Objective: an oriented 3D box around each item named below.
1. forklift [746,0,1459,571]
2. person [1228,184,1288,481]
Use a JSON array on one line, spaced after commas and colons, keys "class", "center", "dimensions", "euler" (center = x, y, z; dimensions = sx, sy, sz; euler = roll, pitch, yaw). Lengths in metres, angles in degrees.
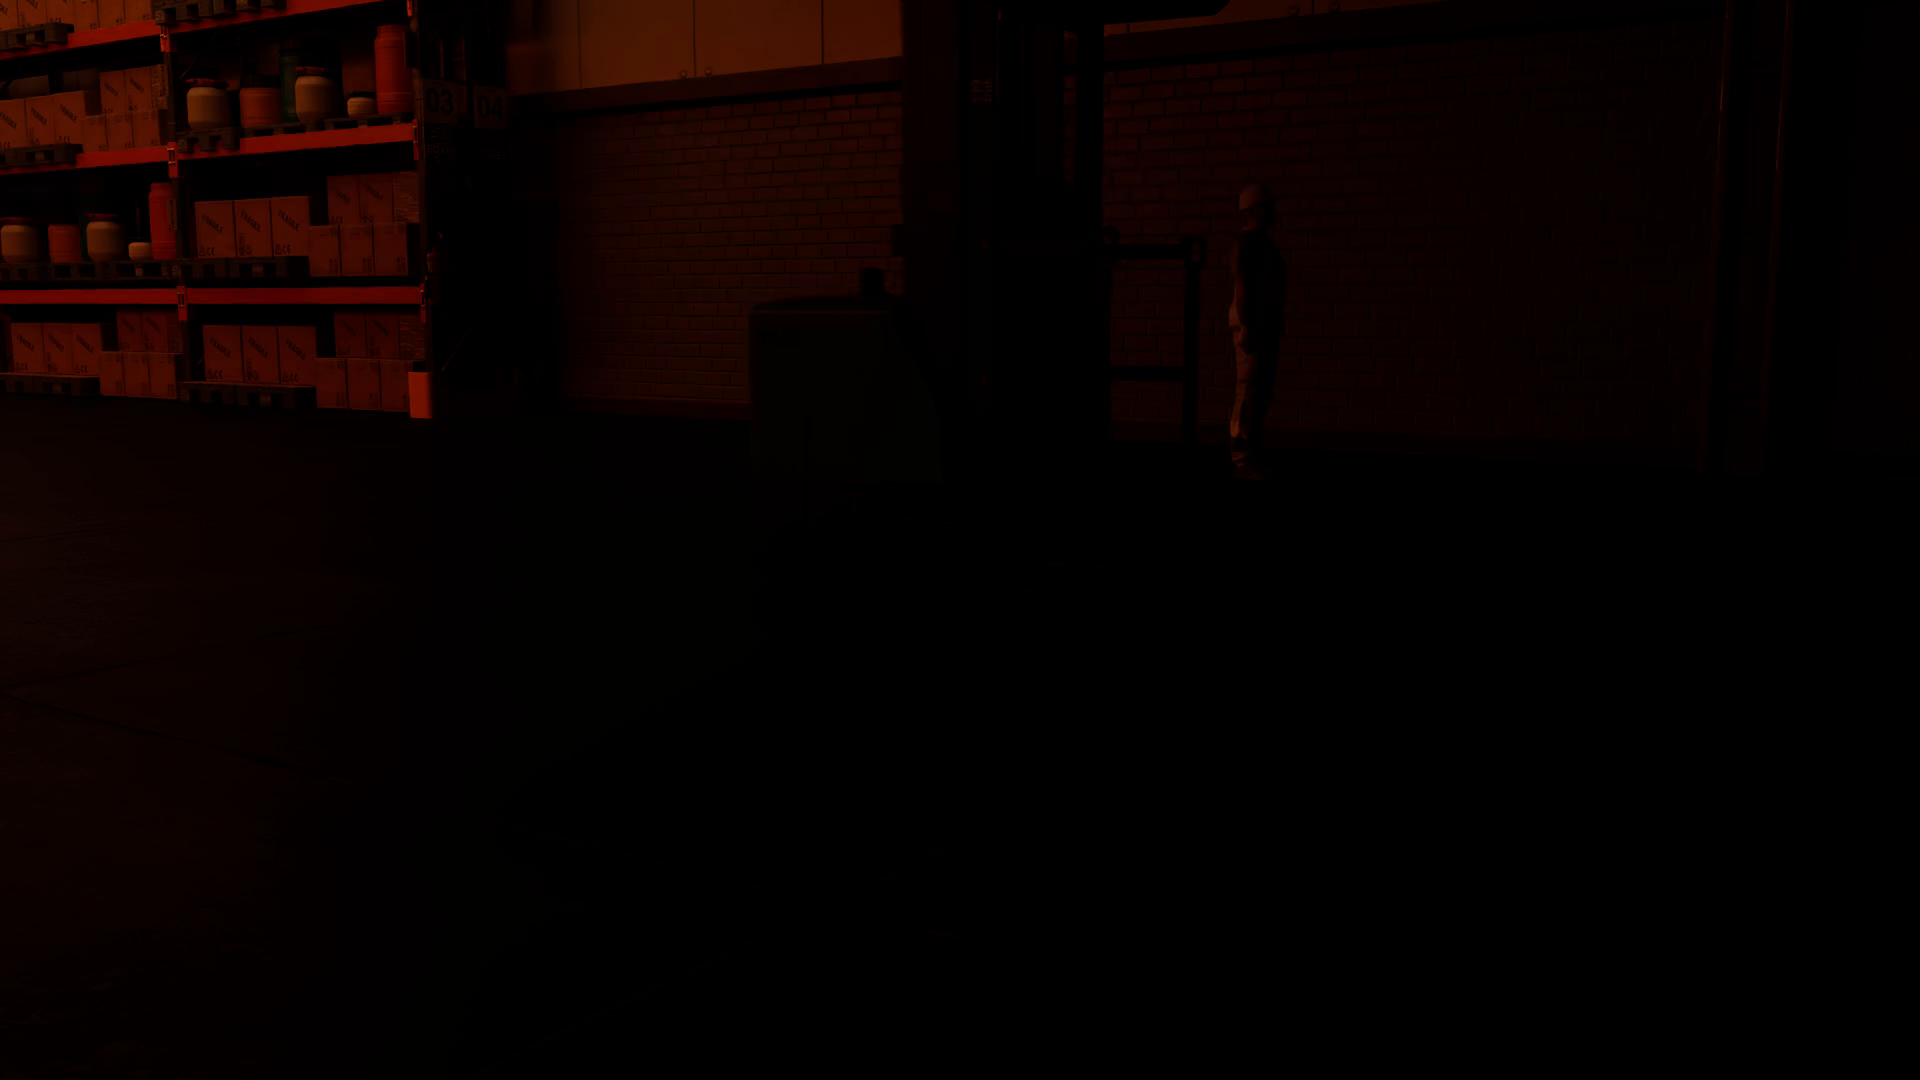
[{"class": "forklift", "center": [0.570, -1.410, 7.109], "dimensions": [3.031, 2.935, 1.130], "euler": [4, 9, 28]}, {"class": "person", "center": [1.851, -1.278, 10.235], "dimensions": [0.368, 1.795, 0.525], "euler": [4, 9, 24]}]
